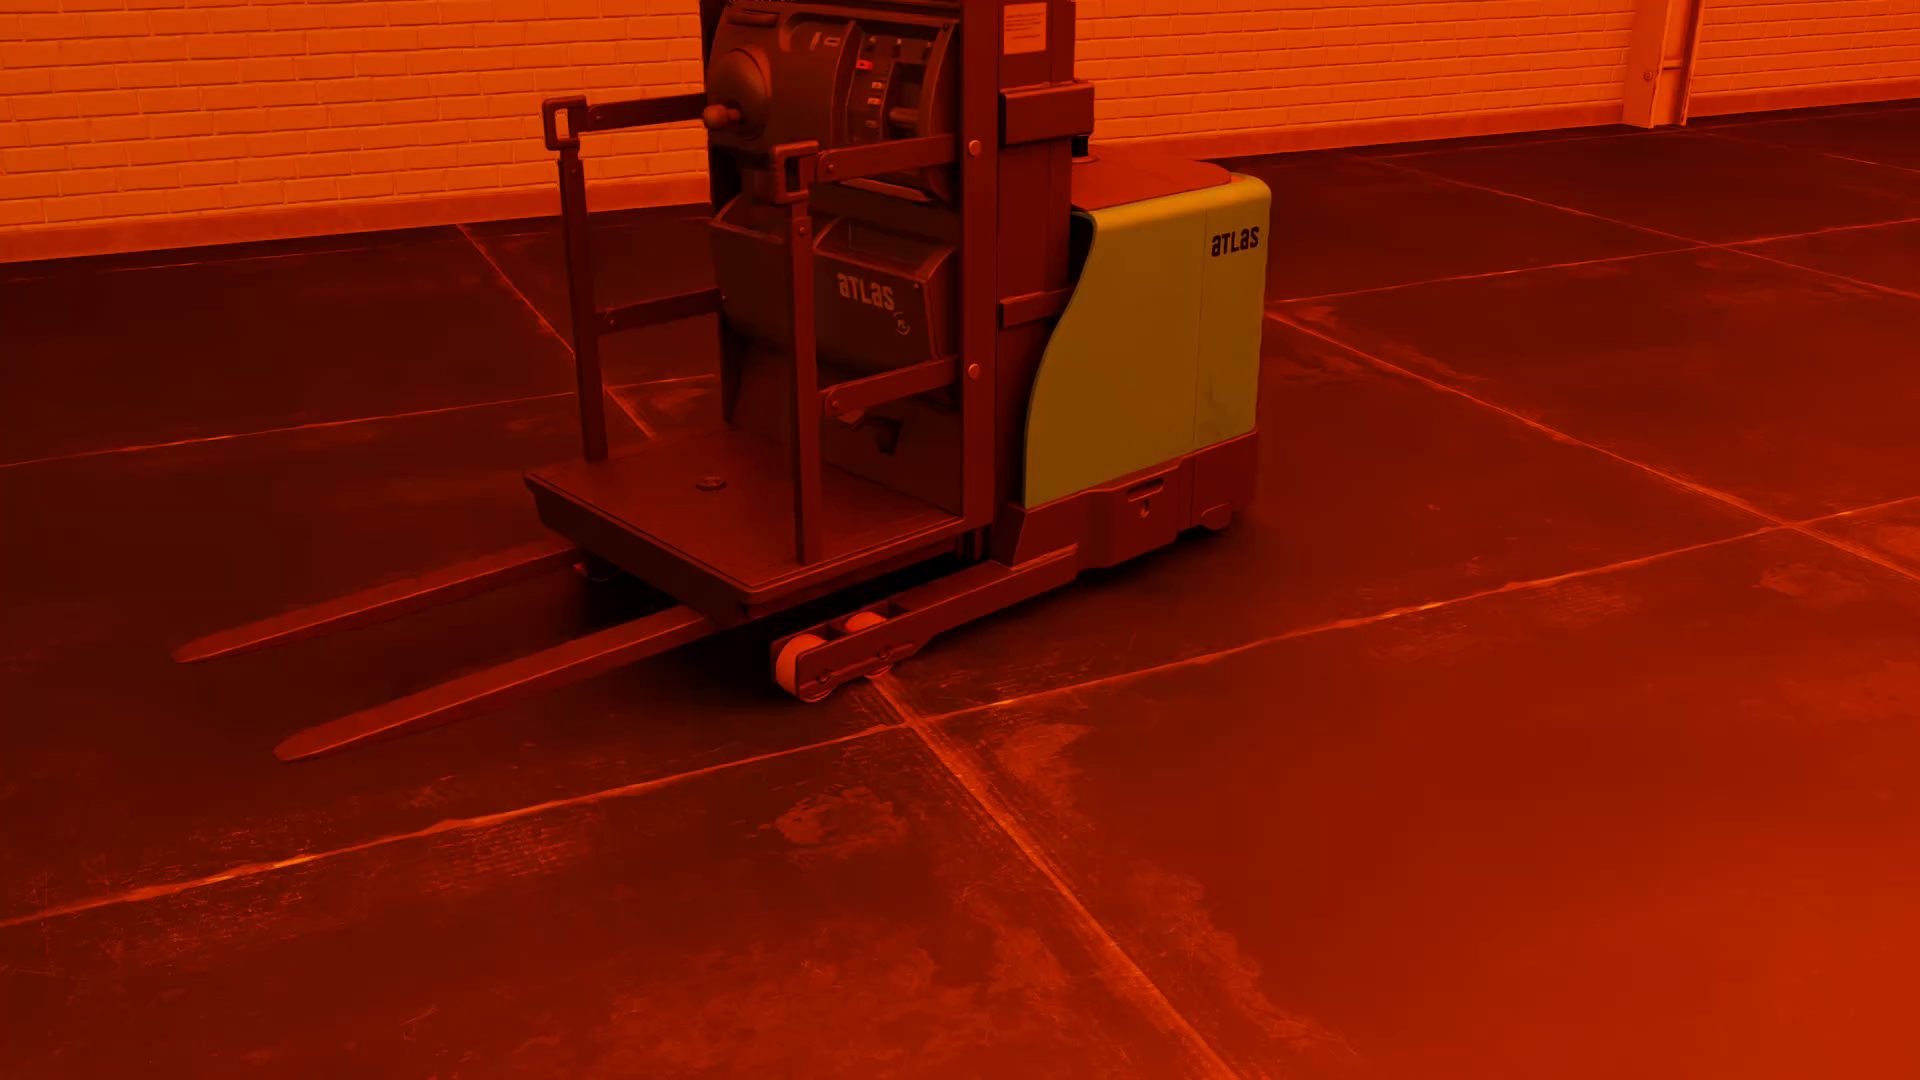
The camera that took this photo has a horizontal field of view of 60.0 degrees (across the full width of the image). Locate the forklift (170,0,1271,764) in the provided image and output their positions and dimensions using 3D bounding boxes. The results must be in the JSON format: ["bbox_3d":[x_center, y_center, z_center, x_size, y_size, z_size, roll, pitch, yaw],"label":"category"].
[{"bbox_3d":[-0.502,-1.176,4.117,3.031,2.935,1.130,-19,29,-38],"label":"forklift"}]
